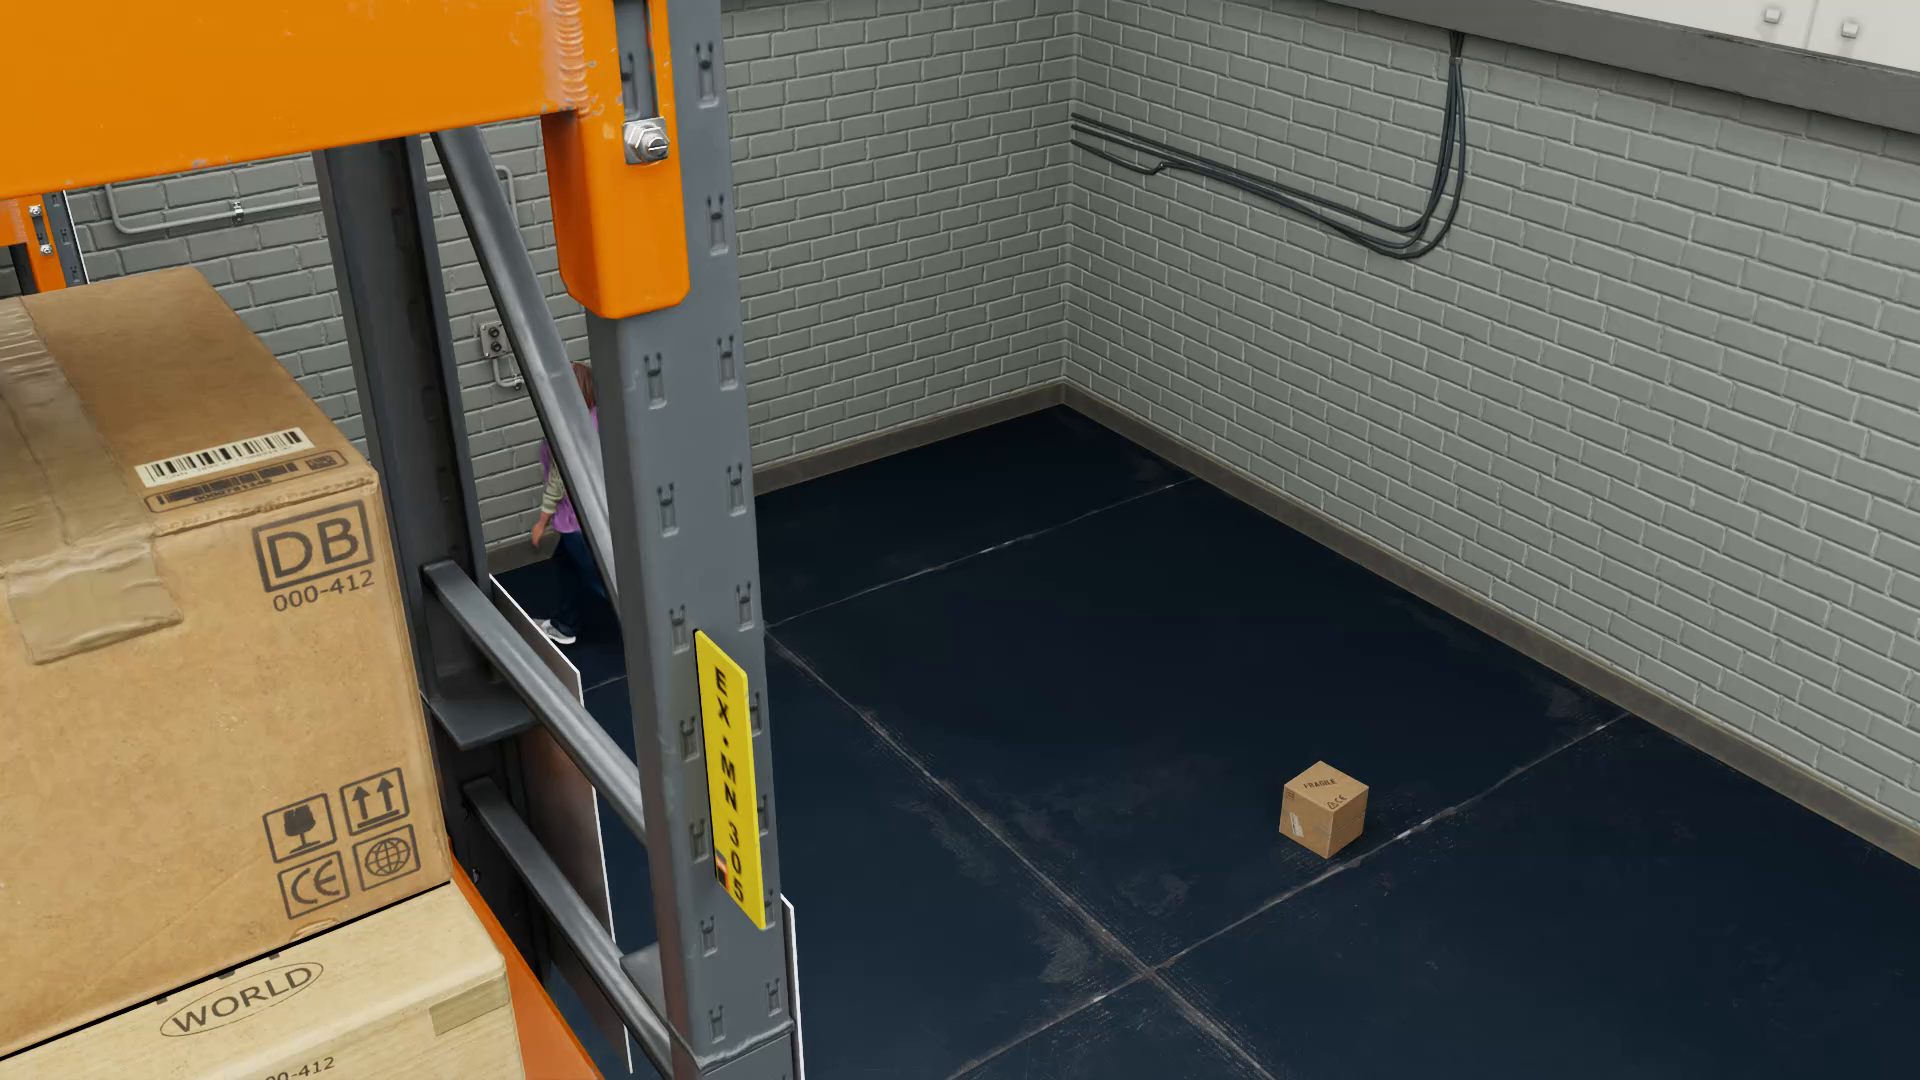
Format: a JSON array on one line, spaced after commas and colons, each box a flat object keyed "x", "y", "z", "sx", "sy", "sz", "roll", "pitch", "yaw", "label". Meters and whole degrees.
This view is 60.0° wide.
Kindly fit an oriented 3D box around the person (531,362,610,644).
[{"x": -1.759, "y": -0.110, "z": 7.825, "sx": 0.922, "sy": 1.546, "sz": 0.419, "roll": 9, "pitch": 30, "yaw": 17, "label": "person"}]
